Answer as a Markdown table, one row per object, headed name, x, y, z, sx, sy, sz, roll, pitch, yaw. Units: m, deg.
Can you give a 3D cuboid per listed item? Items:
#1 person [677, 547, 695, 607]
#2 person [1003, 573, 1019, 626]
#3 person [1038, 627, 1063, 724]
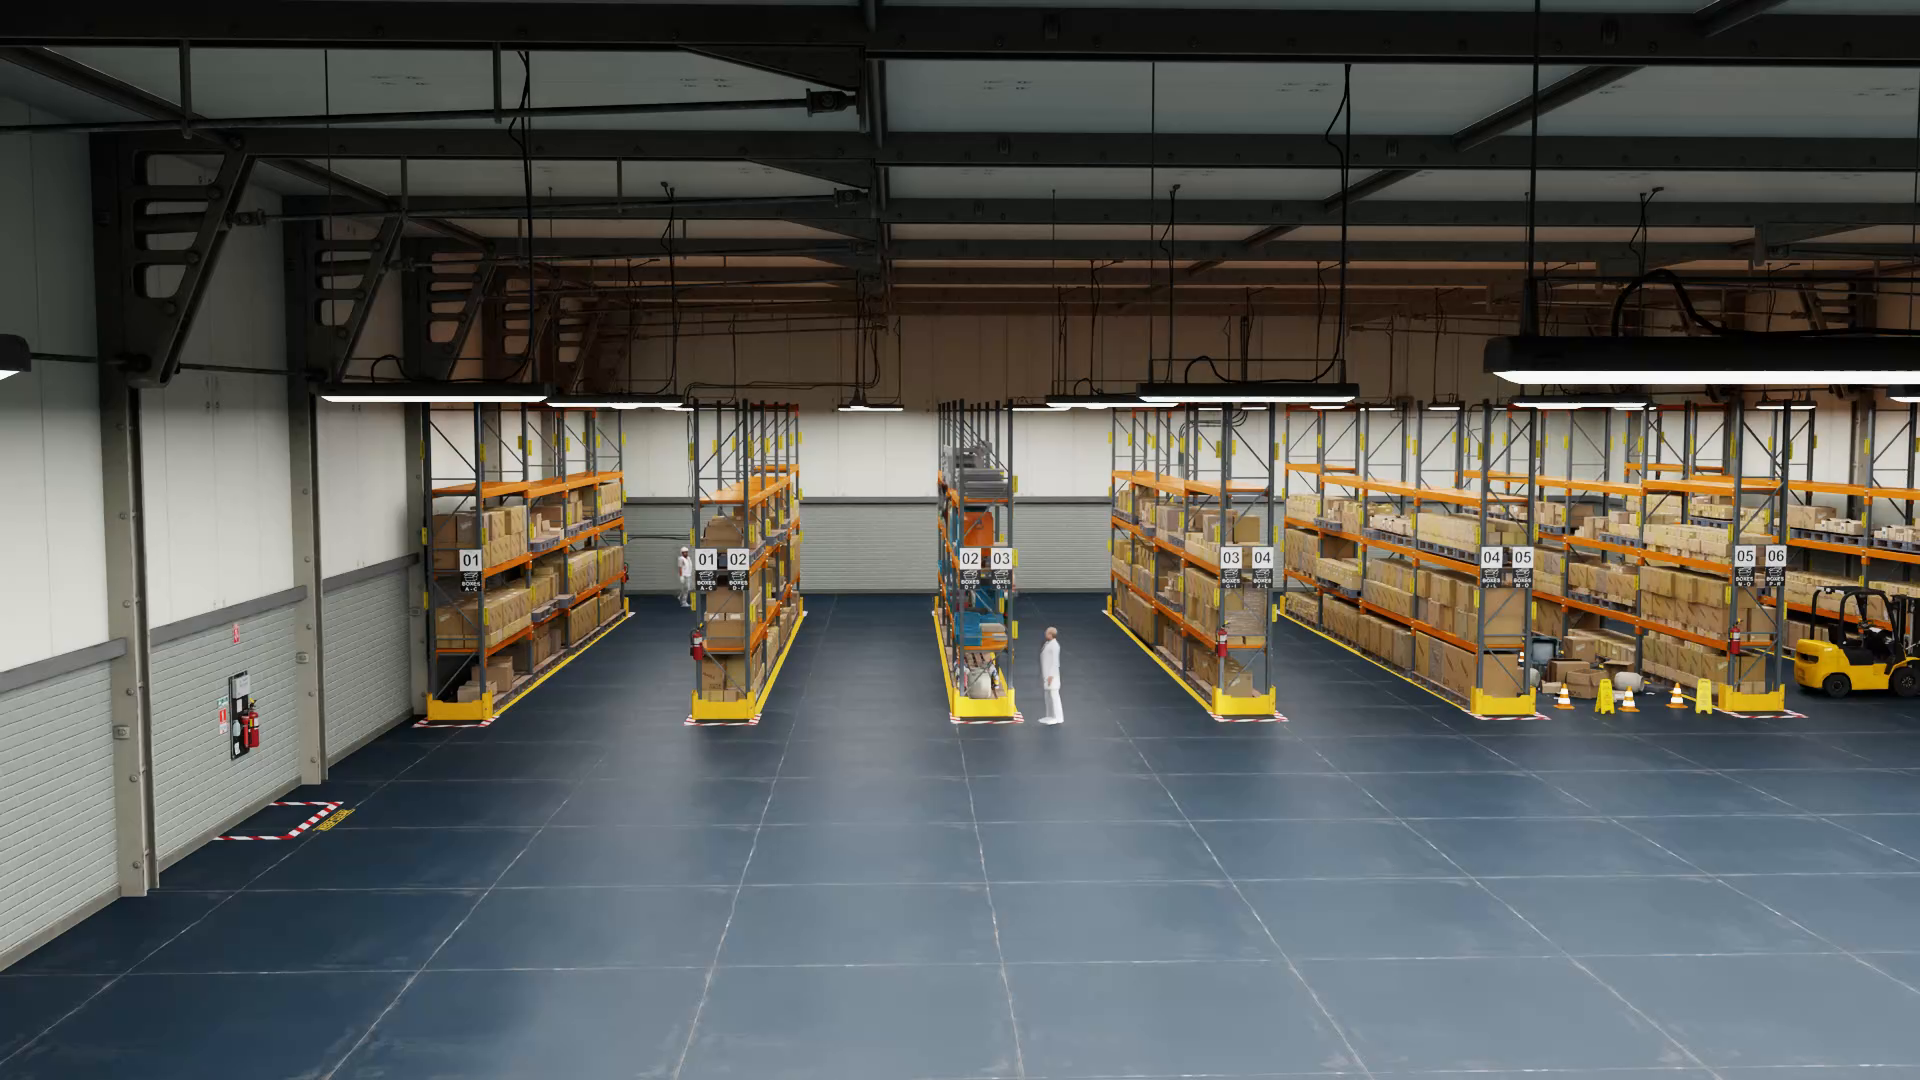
| name | x | y | z | sx | sy | sz | roll | pitch | yaw |
| --- | --- | --- | --- | --- | --- | --- | --- | --- | --- |
| person | -8.119 | 1.092 | 49.119 | 0.501 | 1.774 | 0.619 | 0 | 4 | 2 |
| person | 1.330 | 1.440 | 44.830 | 0.405 | 1.824 | 0.641 | 1 | 4 | 15 |
| person | 1.682 | 2.516 | 30.729 | 0.432 | 1.789 | 0.675 | -1 | 5 | -16 |
